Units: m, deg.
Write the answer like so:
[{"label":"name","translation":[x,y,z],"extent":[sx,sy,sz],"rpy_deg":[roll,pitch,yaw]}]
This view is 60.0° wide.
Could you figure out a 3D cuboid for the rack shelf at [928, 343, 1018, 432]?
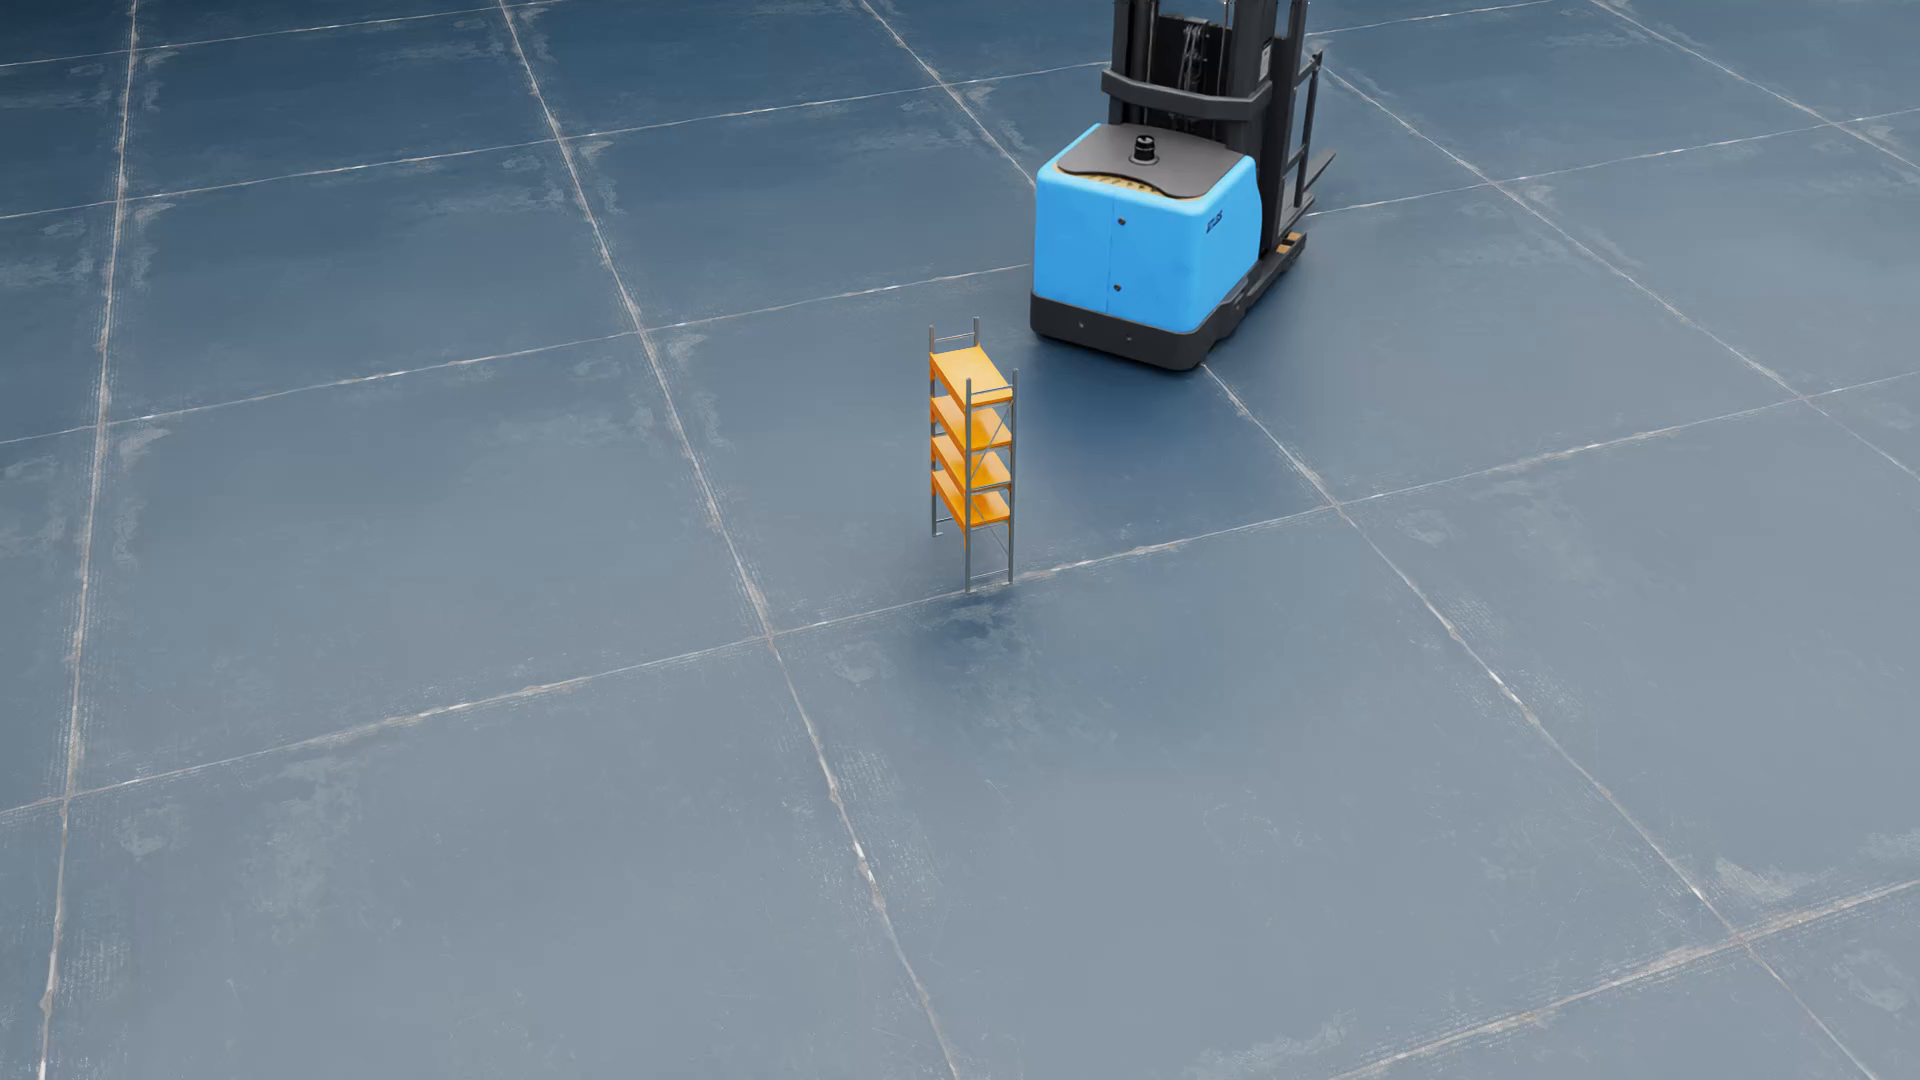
[{"label":"rack shelf","translation":[0.057,-0.700,7.589],"extent":[0.258,0.148,0.480],"rpy_deg":[-12,39,-16]}]

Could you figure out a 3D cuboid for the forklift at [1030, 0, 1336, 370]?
[{"label":"forklift","translation":[1.575,-3.004,9.863],"extent":[1.130,2.935,3.031],"rpy_deg":[19,41,23]}]

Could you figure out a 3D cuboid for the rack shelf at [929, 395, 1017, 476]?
[{"label":"rack shelf","translation":[0.057,-0.511,7.731],"extent":[0.258,0.148,0.480],"rpy_deg":[-12,39,-16]}]

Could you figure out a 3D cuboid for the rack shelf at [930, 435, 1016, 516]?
[{"label":"rack shelf","translation":[0.057,-0.332,7.866],"extent":[0.258,0.148,0.480],"rpy_deg":[-12,39,-16]}]

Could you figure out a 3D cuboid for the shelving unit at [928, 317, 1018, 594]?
[{"label":"shelving unit","translation":[0.057,-0.386,7.825],"extent":[0.258,1.200,0.503],"rpy_deg":[-12,39,-16]}]

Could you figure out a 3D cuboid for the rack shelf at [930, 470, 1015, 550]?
[{"label":"rack shelf","translation":[0.057,-0.173,7.985],"extent":[0.258,0.148,0.480],"rpy_deg":[-12,39,-16]}]

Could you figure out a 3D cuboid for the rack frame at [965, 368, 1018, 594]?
[{"label":"rack frame","translation":[0.141,-0.248,7.642],"extent":[0.240,1.200,0.015],"rpy_deg":[-12,39,-16]}]

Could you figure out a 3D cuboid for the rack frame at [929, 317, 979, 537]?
[{"label":"rack frame","translation":[-0.027,-0.524,8.008],"extent":[0.240,1.200,0.015],"rpy_deg":[-12,39,-16]}]
